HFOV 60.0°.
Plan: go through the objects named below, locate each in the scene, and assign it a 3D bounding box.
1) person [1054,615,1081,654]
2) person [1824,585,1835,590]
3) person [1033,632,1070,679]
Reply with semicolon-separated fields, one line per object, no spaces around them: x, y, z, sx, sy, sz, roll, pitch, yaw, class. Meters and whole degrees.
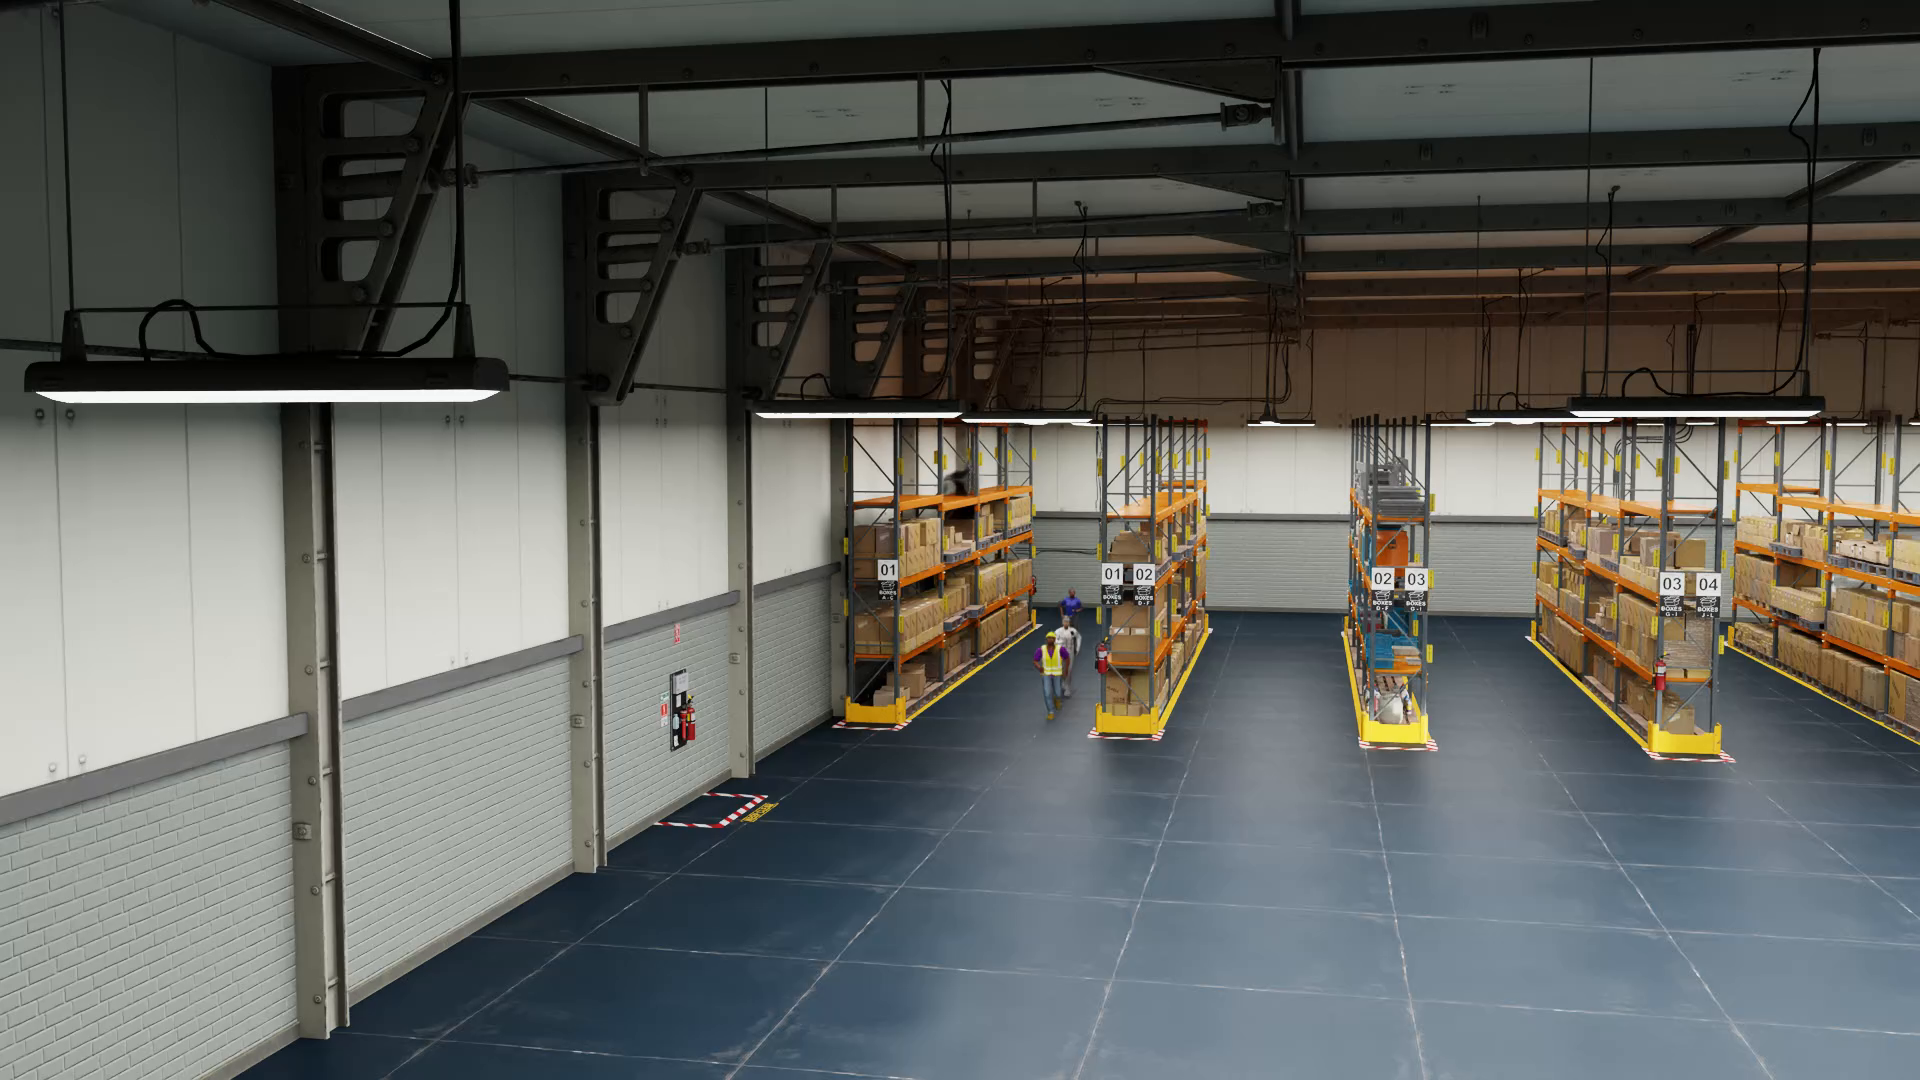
2.286;2.048;35.824;0.638;0.864;0.583;0;4;6;person
23.503;1.978;44.845;0.847;1.543;0.437;1;4;18;person
1.810;2.287;32.868;0.739;0.941;0.454;0;4;1;person
